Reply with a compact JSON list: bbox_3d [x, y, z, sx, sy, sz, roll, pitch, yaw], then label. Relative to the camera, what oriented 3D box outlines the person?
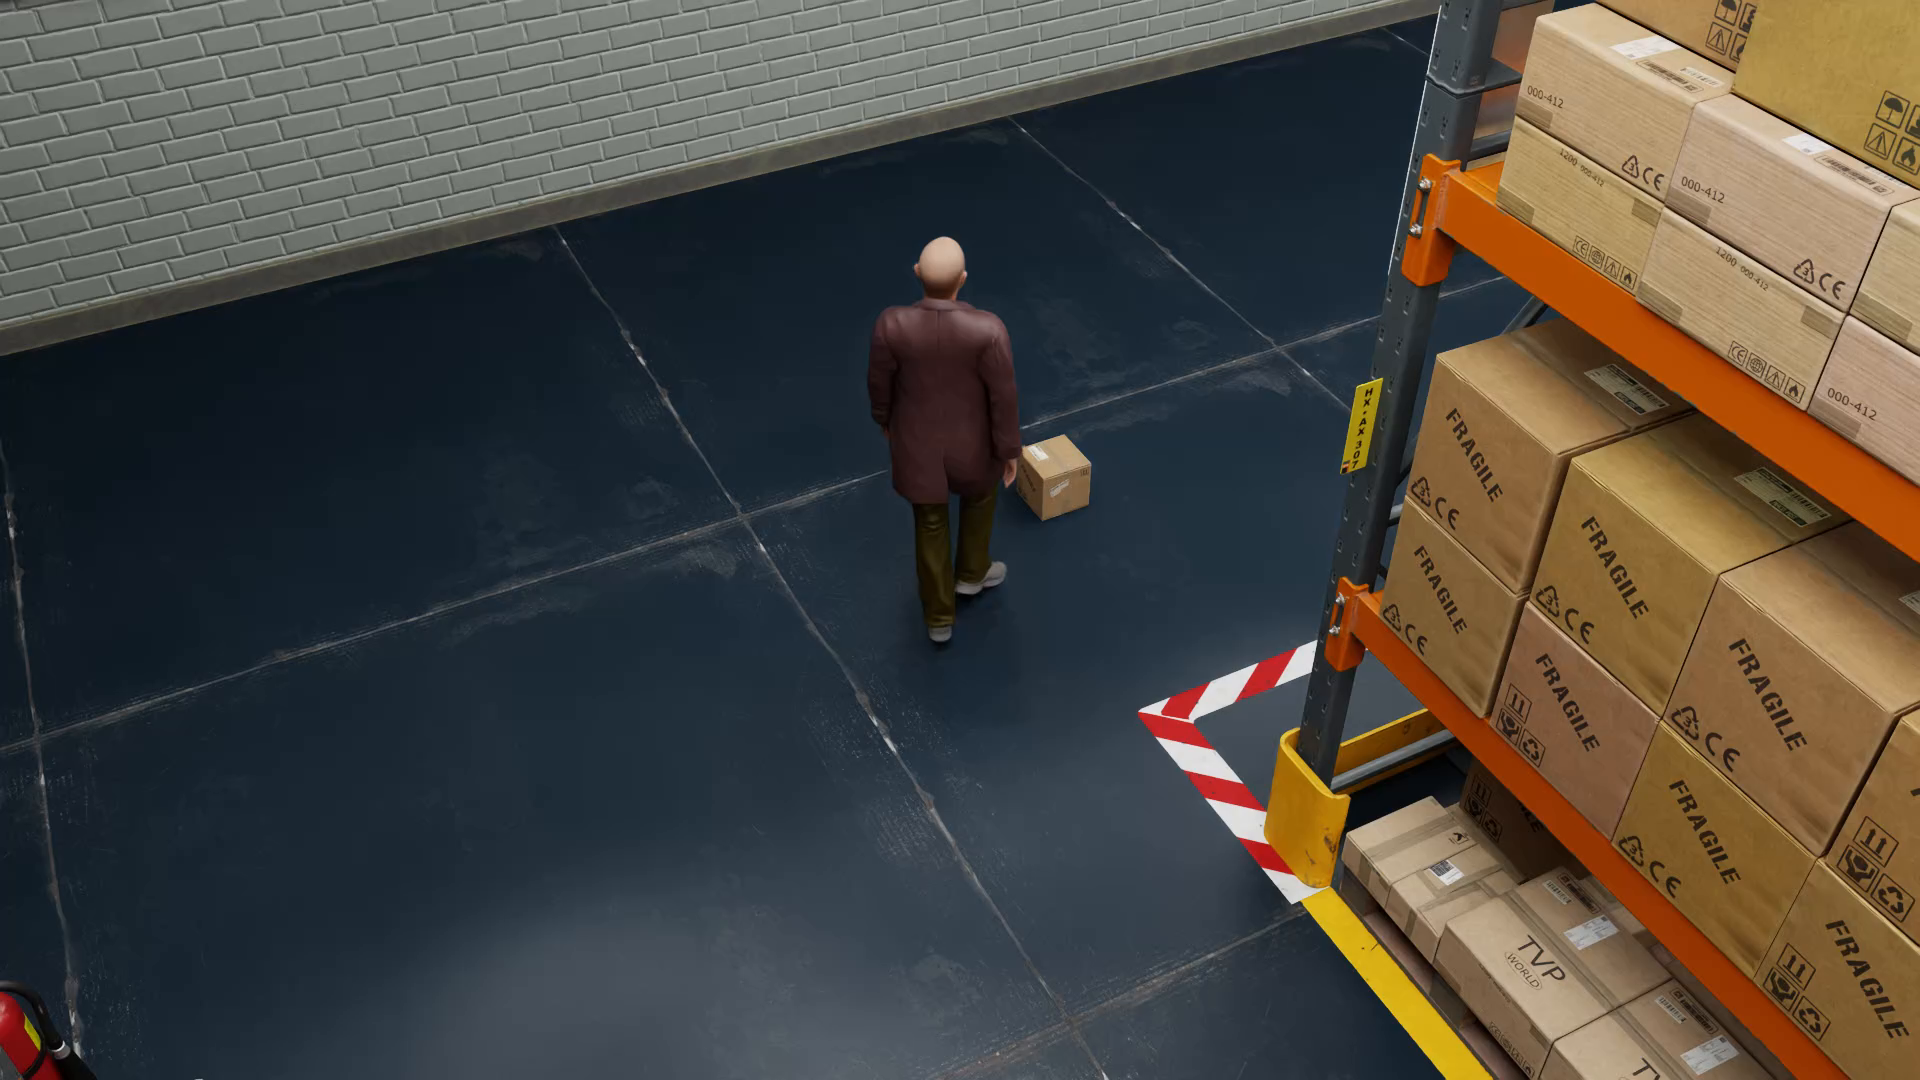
[{"bbox_3d":[-0.058,-0.390,6.625,0.616,1.830,0.575,2,41,2],"label":"person"}]
